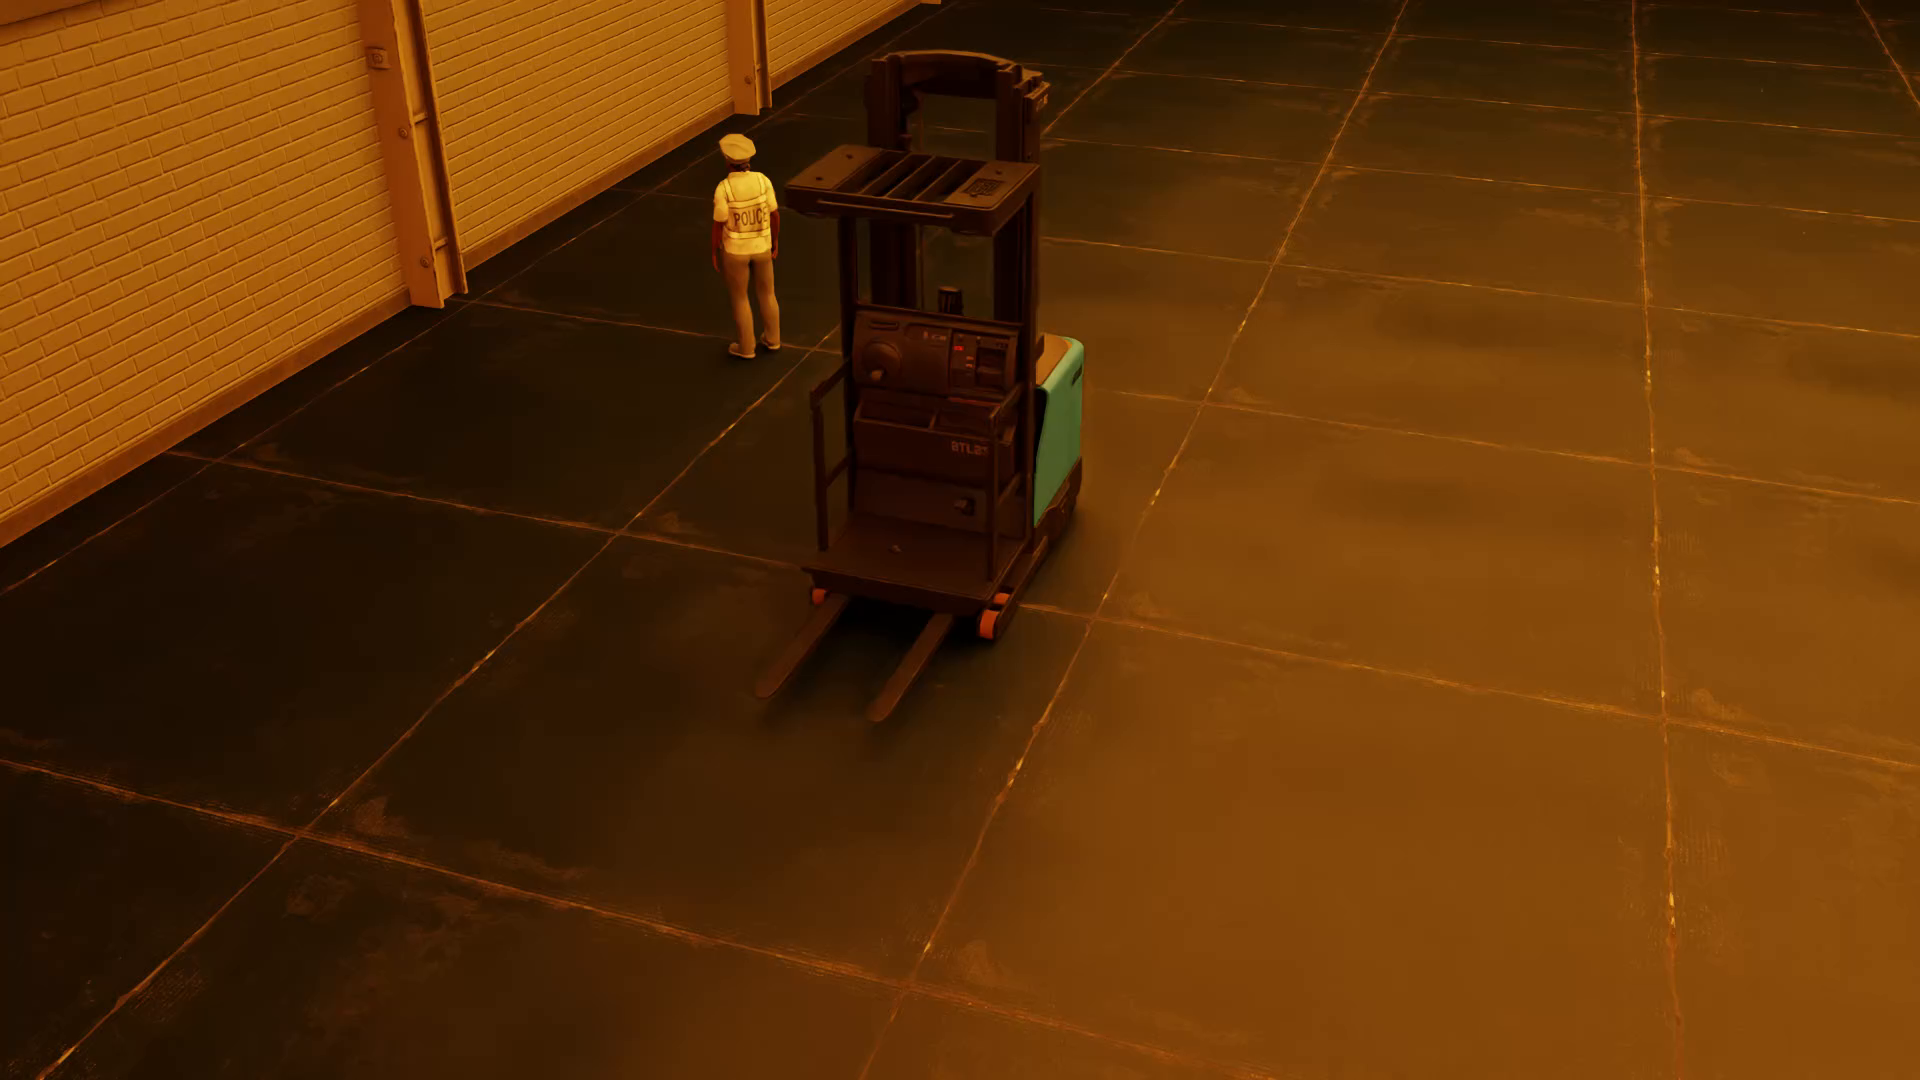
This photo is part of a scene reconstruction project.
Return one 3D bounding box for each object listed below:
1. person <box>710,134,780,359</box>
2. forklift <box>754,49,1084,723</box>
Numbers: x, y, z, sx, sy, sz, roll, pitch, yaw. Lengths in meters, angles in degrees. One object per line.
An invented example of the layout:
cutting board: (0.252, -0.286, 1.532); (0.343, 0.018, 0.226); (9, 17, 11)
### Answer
person: (-1.579, -2.139, 12.137); (0.547, 1.704, 0.503); (-14, 33, -24)
forklift: (-0.207, -0.953, 8.808); (1.130, 2.935, 3.031); (10, 31, 17)
